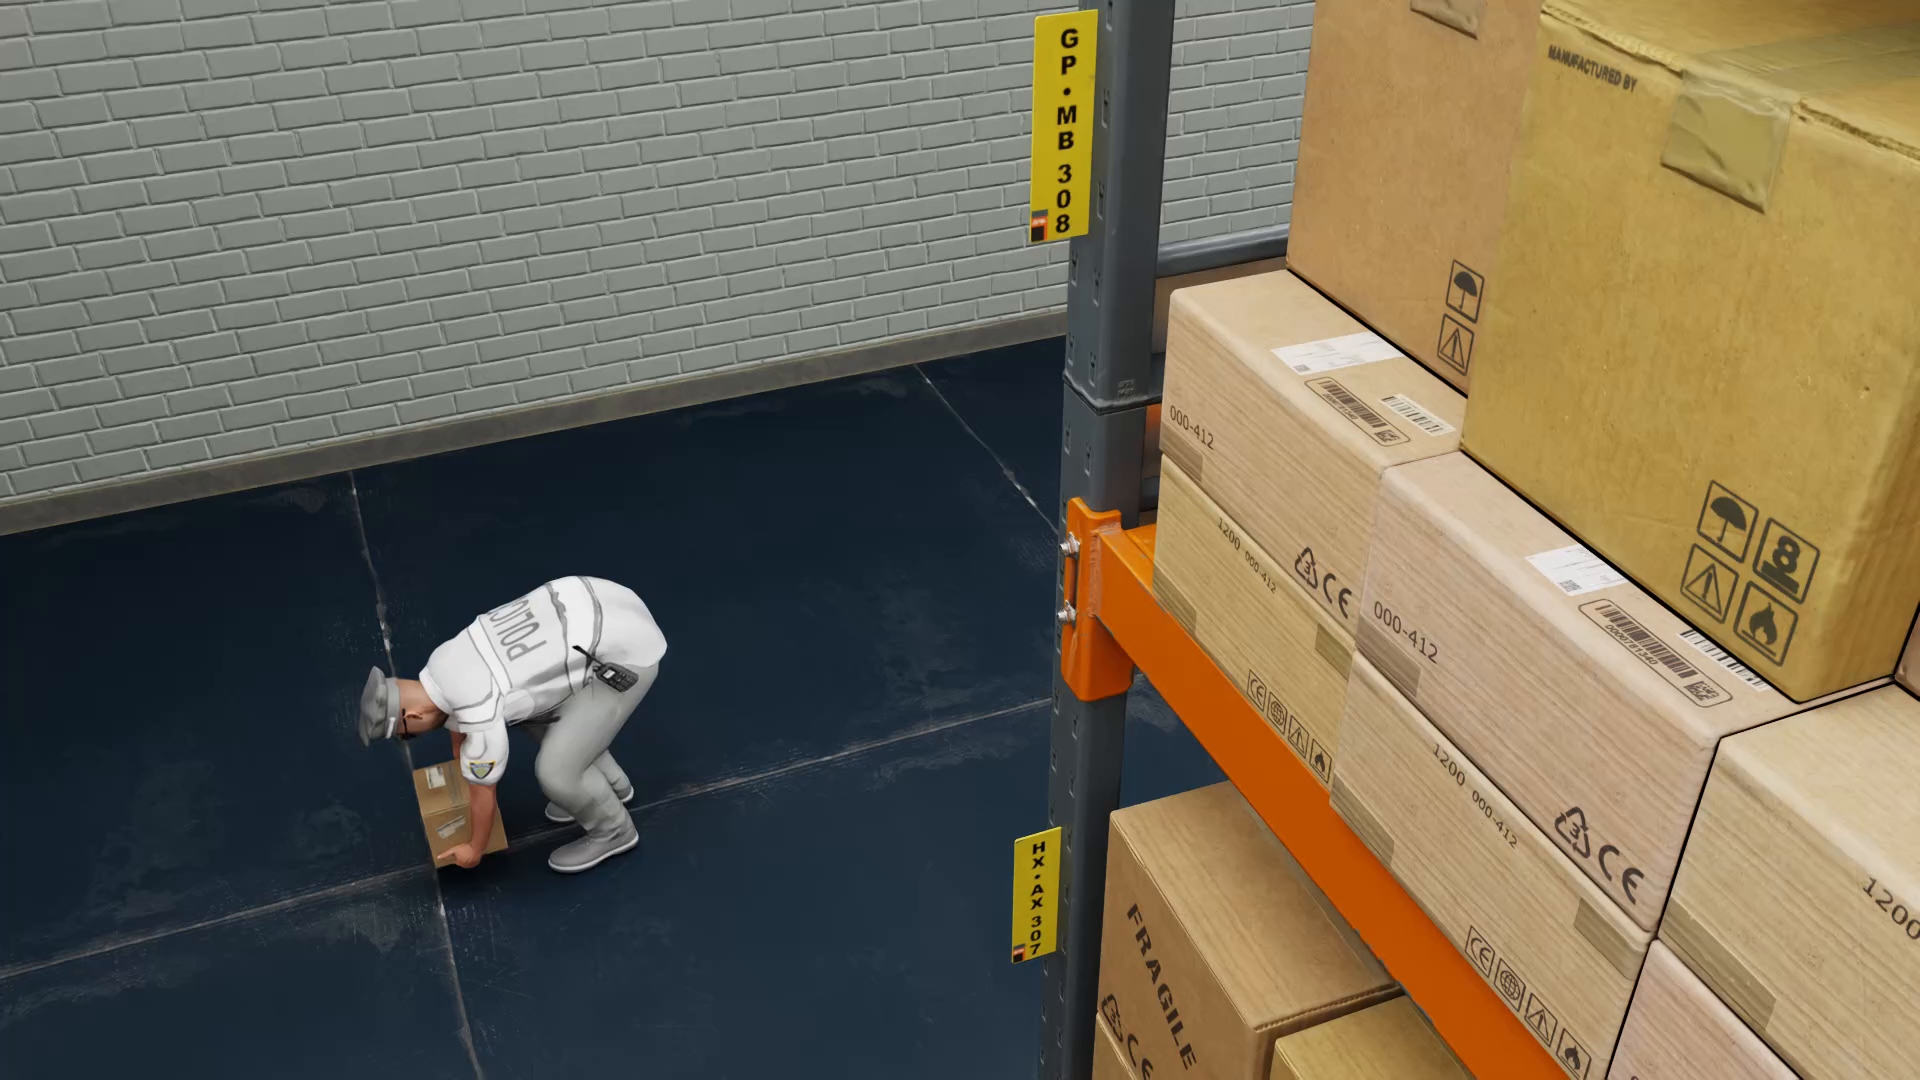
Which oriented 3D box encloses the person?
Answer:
[{"bbox_3d":[-1.513,0.675,5.750,1.036,1.046,0.509,-15,36,-21],"label":"person"}]
